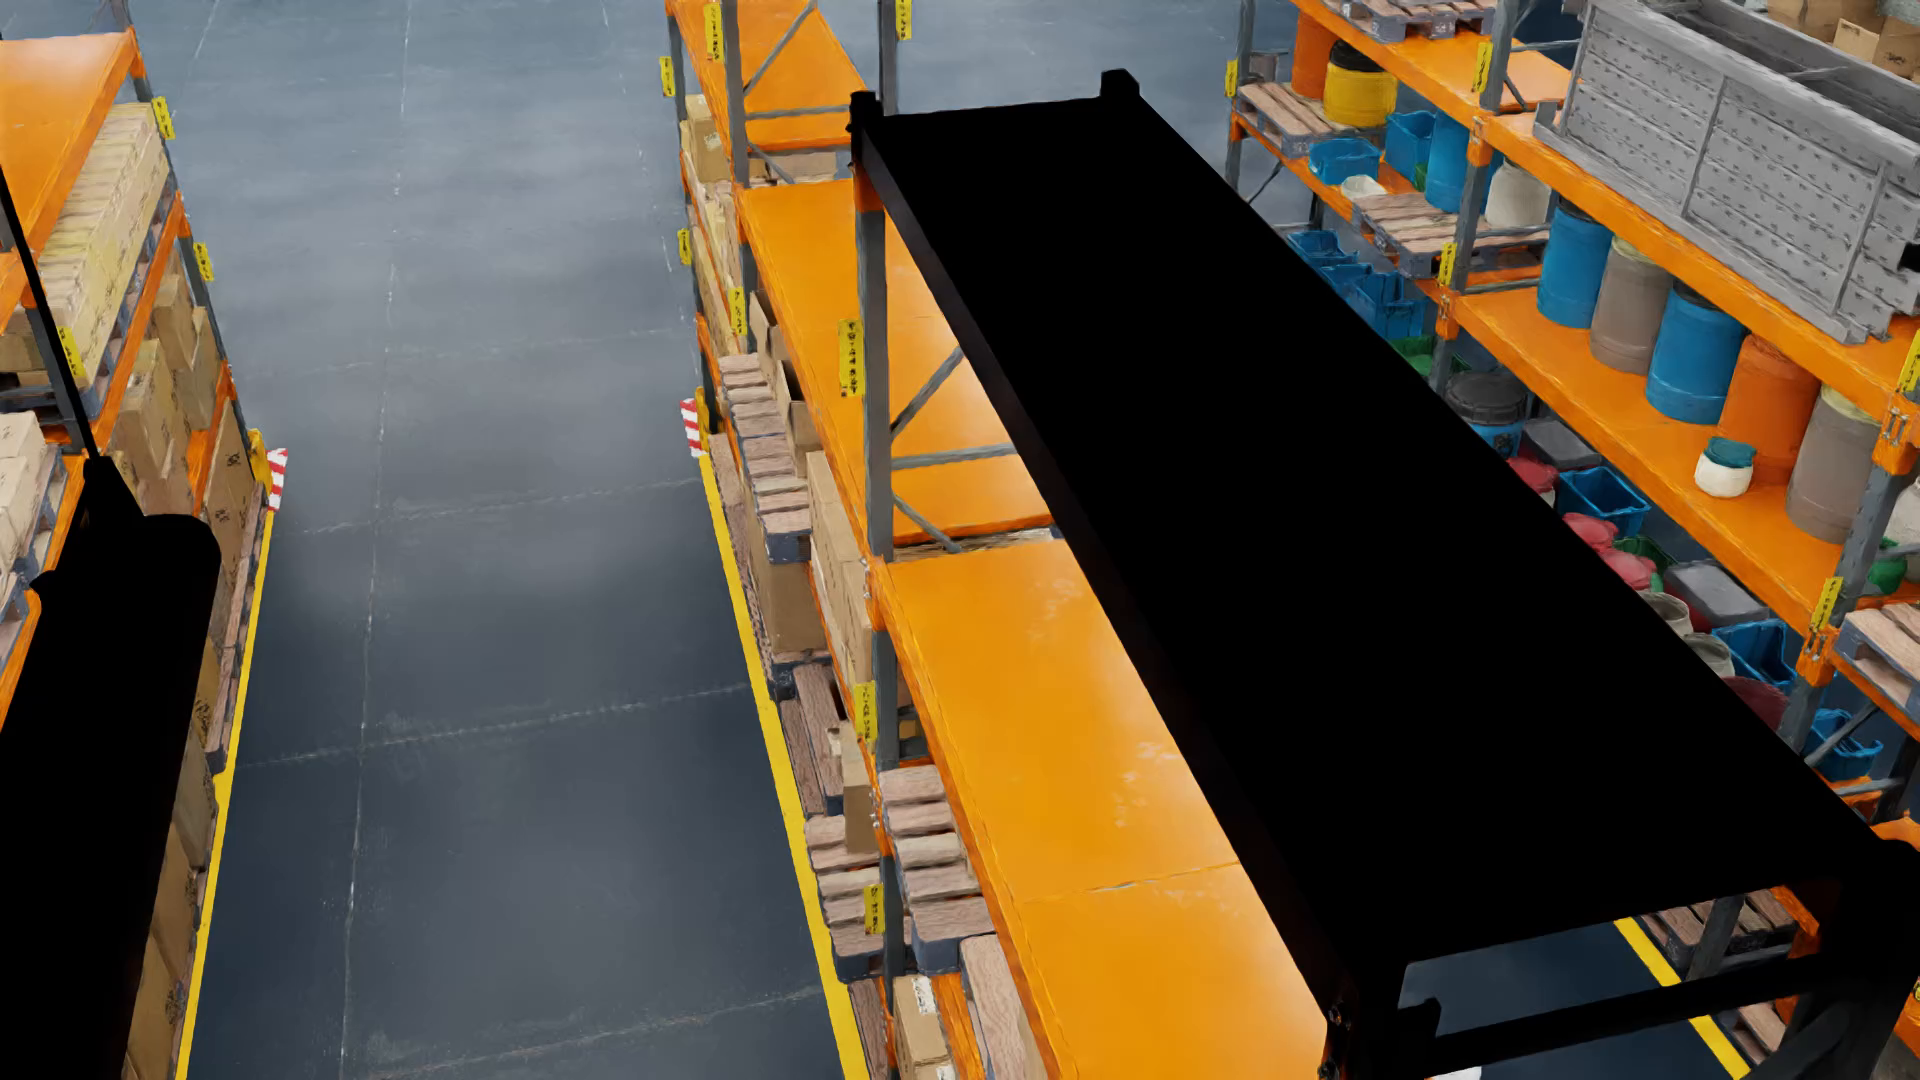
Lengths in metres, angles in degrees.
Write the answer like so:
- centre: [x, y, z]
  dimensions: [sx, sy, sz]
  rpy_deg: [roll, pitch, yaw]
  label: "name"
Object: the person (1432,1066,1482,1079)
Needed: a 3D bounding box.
- centre: [2.249, 3.066, 8.020]
  dimensions: [0.463, 1.782, 0.598]
  rpy_deg: [-26, 42, -33]
  label: "person"
